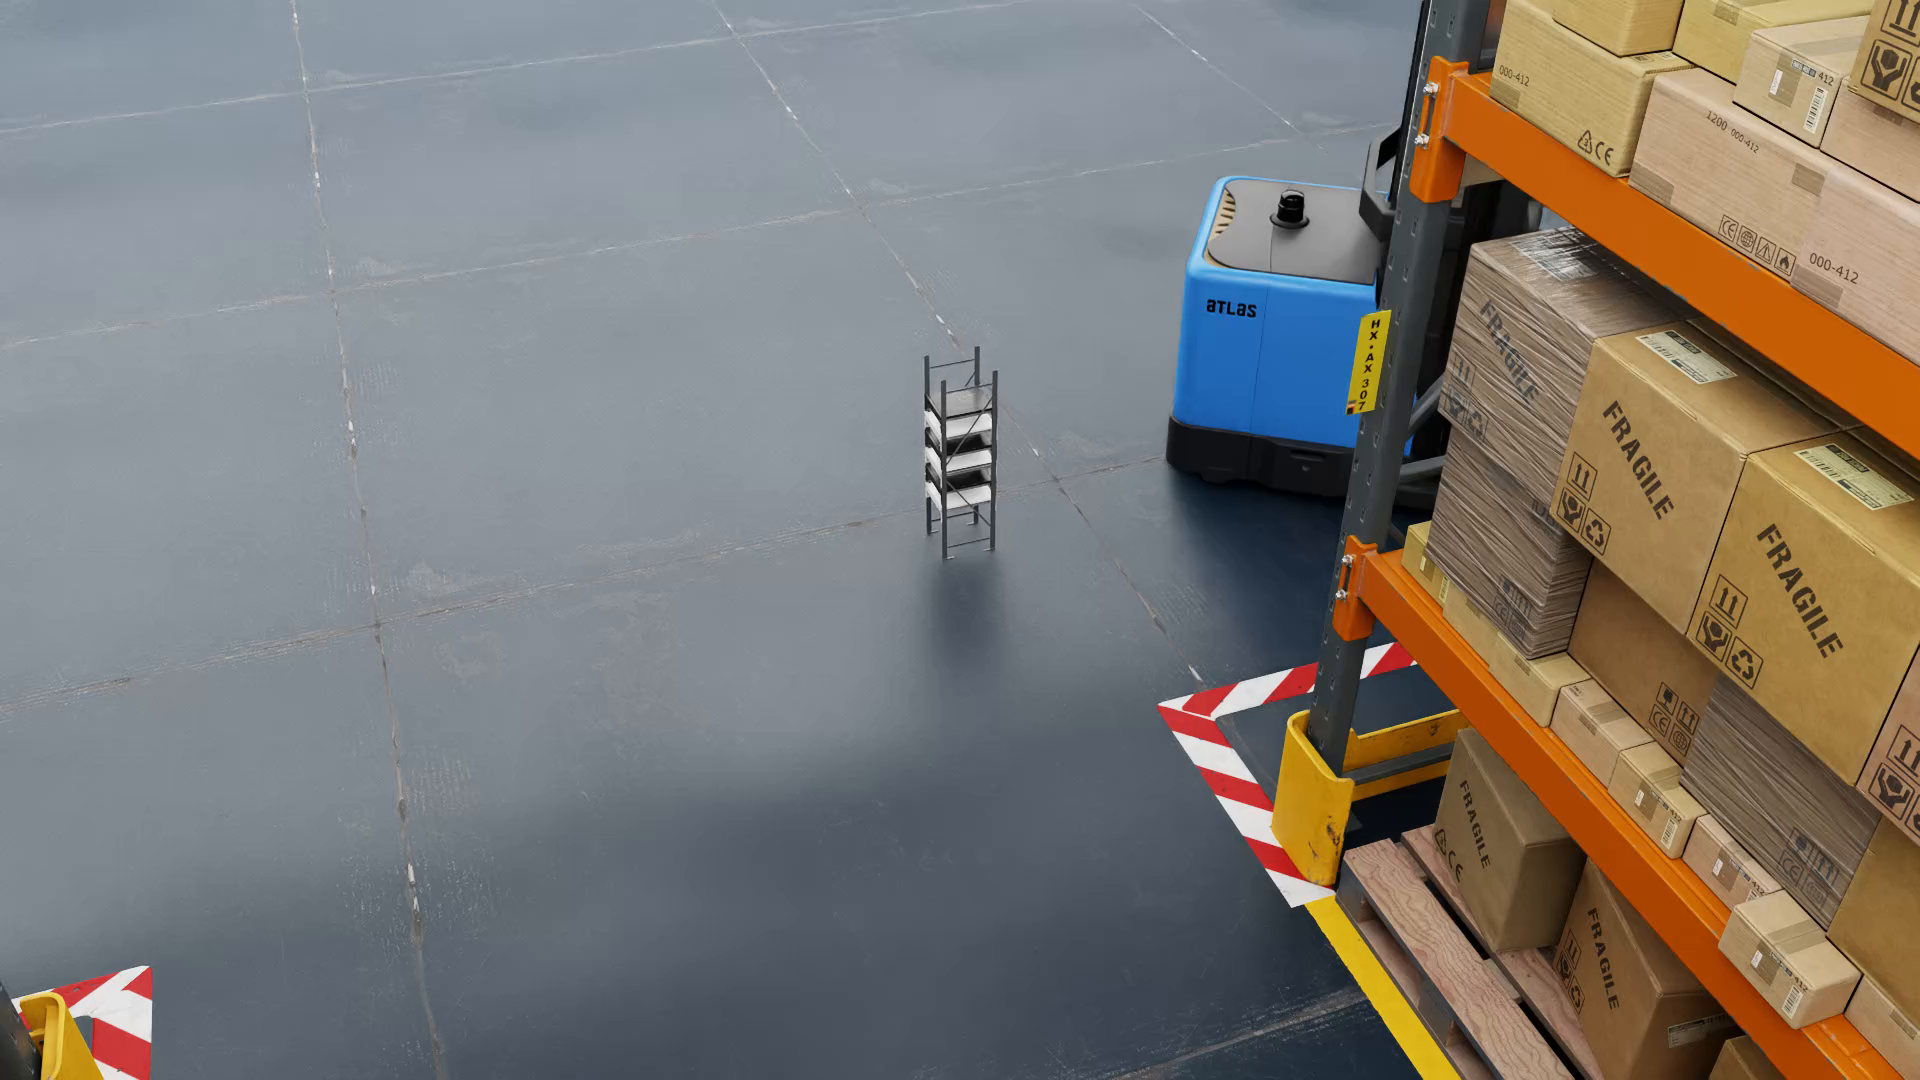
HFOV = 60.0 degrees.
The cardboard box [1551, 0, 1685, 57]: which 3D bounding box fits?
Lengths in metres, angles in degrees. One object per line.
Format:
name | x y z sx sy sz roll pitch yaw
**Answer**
cardboard box | 1.542 -1.193 3.641 0.380 0.149 0.250 -12 39 -15

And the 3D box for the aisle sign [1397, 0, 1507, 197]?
aisle sign | 1.363 -1.277 4.291 0.394 0.787 0.004 -12 39 -16

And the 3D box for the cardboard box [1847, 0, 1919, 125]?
cardboard box | 1.923 -0.928 2.749 0.500 0.500 0.500 -13 39 -16

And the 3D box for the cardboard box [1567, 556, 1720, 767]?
cardboard box | 2.114 0.150 4.228 0.875 0.500 0.500 -12 39 -16

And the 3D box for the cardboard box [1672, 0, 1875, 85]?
cardboard box | 1.744 -1.076 3.486 0.380 0.149 0.250 -13 39 -17

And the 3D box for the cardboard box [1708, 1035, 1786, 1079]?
cardboard box | 2.300 1.609 4.349 0.500 0.500 0.500 -9 38 -12

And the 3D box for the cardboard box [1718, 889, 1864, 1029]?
cardboard box | 1.965 0.912 3.754 0.380 0.149 0.250 -12 39 -16

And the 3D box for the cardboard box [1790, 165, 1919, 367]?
cardboard box | 1.939 -0.507 3.062 0.500 0.250 0.500 -13 39 -16

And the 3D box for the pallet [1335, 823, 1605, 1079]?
pallet | 1.938 1.357 5.273 1.003 0.211 1.213 -12 39 -16

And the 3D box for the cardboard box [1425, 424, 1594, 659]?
cardboard box | 1.829 -0.108 4.570 0.875 0.500 0.500 -12 39 -16

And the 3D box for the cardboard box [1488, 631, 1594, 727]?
cardboard box | 1.680 0.335 4.522 0.380 0.149 0.250 -12 39 -16

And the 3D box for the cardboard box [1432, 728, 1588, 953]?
cardboard box | 1.865 0.921 5.262 0.500 0.500 0.500 -6 37 -7

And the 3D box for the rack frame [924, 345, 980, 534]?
rack frame | -0.032 -0.412 7.049 0.240 0.900 0.006 -12 39 -16

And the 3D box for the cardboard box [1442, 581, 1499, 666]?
cardboard box | 1.608 0.190 4.713 0.380 0.149 0.250 -12 39 -16

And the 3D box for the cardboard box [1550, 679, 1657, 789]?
cardboard box | 1.785 0.471 4.340 0.380 0.149 0.250 -12 39 -16

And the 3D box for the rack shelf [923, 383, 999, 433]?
rack shelf | 0.003 -0.544 6.831 0.258 0.077 0.200 -12 39 -16

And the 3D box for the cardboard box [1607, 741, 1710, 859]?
cardboard box | 1.865 0.614 4.150 0.380 0.149 0.250 -12 39 -16

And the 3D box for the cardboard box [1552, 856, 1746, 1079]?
cardboard box | 2.103 1.252 4.823 0.500 0.500 0.500 -3 37 -4

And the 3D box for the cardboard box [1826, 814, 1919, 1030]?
cardboard box | 2.406 0.726 3.463 0.875 0.500 0.500 -12 39 -16

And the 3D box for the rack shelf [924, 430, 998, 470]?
rack shelf | 0.003 -0.400 6.939 0.258 0.077 0.200 -12 39 -16

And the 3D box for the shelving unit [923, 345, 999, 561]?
shelving unit | 0.003 -0.355 6.973 0.258 0.900 0.210 -12 39 -16

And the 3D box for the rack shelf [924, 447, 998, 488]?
rack shelf | 0.003 -0.328 6.993 0.258 0.077 0.200 -12 39 -16

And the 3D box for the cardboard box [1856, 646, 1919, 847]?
cardboard box | 2.116 0.391 3.077 0.500 0.500 0.500 -12 39 -16

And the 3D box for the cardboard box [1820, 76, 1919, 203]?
cardboard box | 1.851 -0.769 3.078 0.380 0.149 0.250 -13 39 -16

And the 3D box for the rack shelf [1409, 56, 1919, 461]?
rack shelf | 2.354 -0.047 2.924 1.077 0.370 4.000 -12 39 -16

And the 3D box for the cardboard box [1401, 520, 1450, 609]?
cardboard box | 1.540 0.045 4.906 0.380 0.149 0.250 -12 39 -16

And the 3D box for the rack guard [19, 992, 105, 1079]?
rack guard | -3.034 1.689 4.592 1.175 0.500 0.348 -12 39 -16

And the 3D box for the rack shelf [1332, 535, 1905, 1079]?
rack shelf | 2.354 1.151 3.826 1.077 0.370 4.000 -12 39 -16

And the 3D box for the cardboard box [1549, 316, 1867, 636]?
cardboard box | 1.765 -0.173 3.825 0.500 0.500 0.500 -12 39 -16

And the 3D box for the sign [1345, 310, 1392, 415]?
sign | 1.156 -0.499 4.700 0.100 0.325 0.005 -12 39 -16

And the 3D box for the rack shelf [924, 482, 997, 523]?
rack shelf | 0.003 -0.184 7.102 0.258 0.077 0.200 -12 39 -16

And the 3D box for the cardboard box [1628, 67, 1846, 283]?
cardboard box | 1.772 -0.788 3.435 0.500 0.250 0.500 -13 39 -17

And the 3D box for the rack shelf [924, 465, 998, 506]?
rack shelf | 0.003 -0.256 7.047 0.258 0.077 0.200 -12 39 -16

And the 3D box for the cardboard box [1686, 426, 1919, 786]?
cardboard box | 1.938 0.109 3.450 0.500 0.500 0.500 -12 39 -16

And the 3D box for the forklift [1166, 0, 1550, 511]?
forklift | 2.520 -1.514 6.824 3.031 2.935 1.130 9 38 12

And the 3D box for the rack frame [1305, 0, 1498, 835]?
rack frame | 1.666 -0.266 5.110 1.000 3.000 0.127 -12 39 -16

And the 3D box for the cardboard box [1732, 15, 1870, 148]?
cardboard box | 1.771 -0.907 3.262 0.380 0.149 0.250 -11 38 -14

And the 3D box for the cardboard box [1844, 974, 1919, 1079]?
cardboard box | 2.176 1.026 3.603 0.380 0.149 0.250 -12 39 -16

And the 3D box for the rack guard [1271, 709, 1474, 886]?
rack guard | 1.692 0.776 5.805 1.175 0.500 0.348 -12 39 -16

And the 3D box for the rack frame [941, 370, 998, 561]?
rack frame | 0.038 -0.297 6.897 0.240 0.900 0.006 -12 39 -16

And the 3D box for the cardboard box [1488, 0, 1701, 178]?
cardboard box | 1.589 -1.078 3.820 0.500 0.250 0.500 -11 38 -15

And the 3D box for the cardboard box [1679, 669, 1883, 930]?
cardboard box | 2.245 0.441 3.841 0.875 0.500 0.500 -12 39 -16

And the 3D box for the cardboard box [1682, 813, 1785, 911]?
cardboard box | 1.976 0.750 3.970 0.380 0.149 0.250 -12 39 -16

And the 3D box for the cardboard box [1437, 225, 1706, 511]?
cardboard box | 1.599 -0.457 4.202 0.500 0.500 0.500 -12 39 -16

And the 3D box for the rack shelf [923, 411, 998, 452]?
rack shelf | 0.003 -0.472 6.885 0.258 0.077 0.200 -12 39 -16
